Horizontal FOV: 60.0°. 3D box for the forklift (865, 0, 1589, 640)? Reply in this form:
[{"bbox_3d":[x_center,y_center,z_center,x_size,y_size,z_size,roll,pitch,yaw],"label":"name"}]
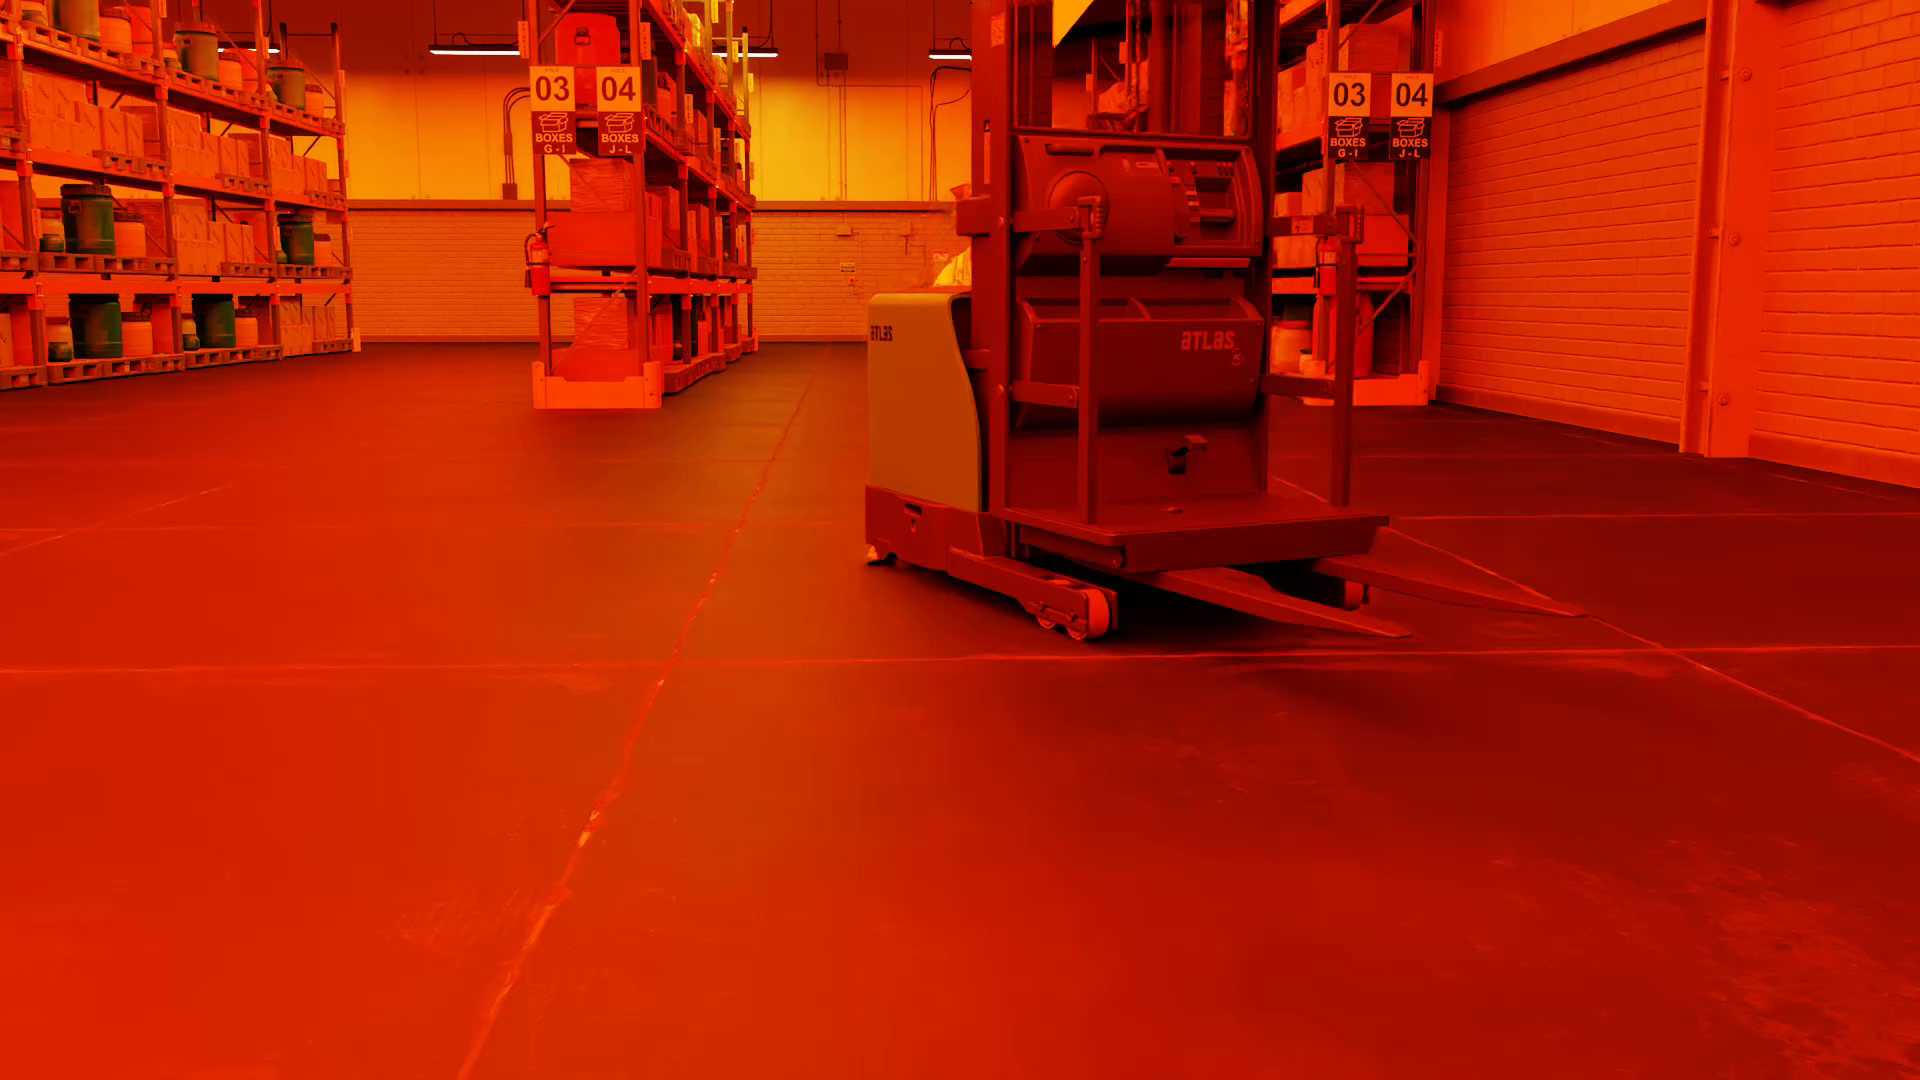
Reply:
[{"bbox_3d":[0.721,-1.209,5.470,1.130,2.935,3.031,-4,9,-26],"label":"forklift"}]

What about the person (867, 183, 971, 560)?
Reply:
[{"bbox_3d":[0.066,-0.660,6.573,0.830,1.508,0.645,4,9,27],"label":"person"}]
